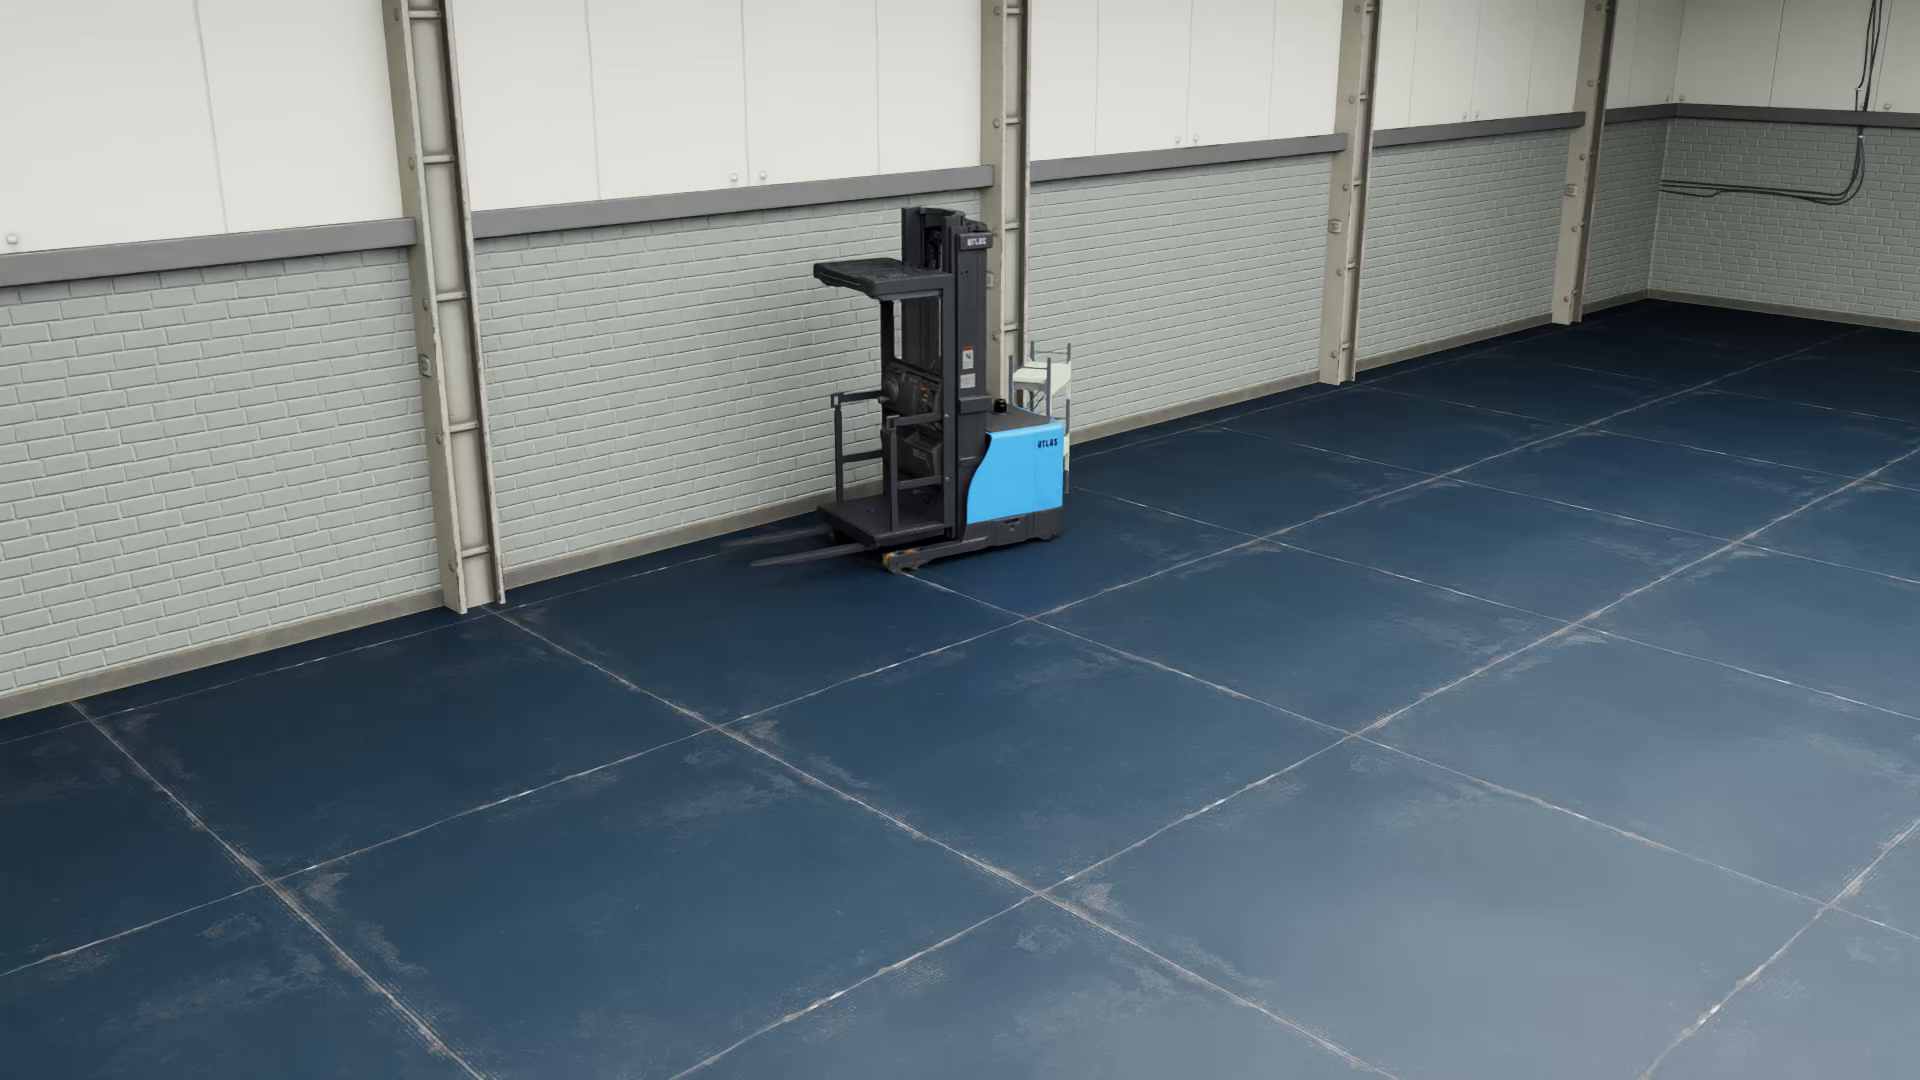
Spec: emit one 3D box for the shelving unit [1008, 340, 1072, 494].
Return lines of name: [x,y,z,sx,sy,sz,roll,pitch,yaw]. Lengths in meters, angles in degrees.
shelving unit: [0.760,-1.085,15.900,0.431,1.500,0.755,6,19,17]

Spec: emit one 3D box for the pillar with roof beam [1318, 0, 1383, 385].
pillar with roof beam: [7.762,-5.348,16.888,0.400,9.000,9.100,-16,24,-41]

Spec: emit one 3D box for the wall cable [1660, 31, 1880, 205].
wall cable: [12.213,-6.435,25.275,0.112,2.526,3.097,-16,24,-41]

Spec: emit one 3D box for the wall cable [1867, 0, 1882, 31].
wall cable: [14.072,-8.231,22.627,0.112,2.526,3.097,-16,24,-41]

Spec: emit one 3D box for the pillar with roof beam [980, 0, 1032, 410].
pillar with roof beam: [3.402,-4.076,12.967,0.400,9.000,9.100,-16,24,-41]

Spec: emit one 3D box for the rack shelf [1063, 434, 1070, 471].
rack shelf: [0.760,-0.775,16.001,0.431,0.370,0.720,6,19,17]

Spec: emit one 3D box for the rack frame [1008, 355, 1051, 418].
rack frame: [0.646,-0.978,15.569,0.400,1.500,0.023,6,19,17]

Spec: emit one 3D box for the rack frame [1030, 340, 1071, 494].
rack frame: [0.874,-1.193,16.231,0.400,1.500,0.023,6,19,17]

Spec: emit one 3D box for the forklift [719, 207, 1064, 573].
forklift: [-0.589,-1.300,14.241,3.031,2.935,1.130,-11,21,-30]

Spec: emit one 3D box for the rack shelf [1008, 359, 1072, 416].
rack shelf: [0.760,-1.457,15.780,0.431,0.370,0.720,6,19,17]

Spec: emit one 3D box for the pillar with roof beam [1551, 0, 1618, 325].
pillar with roof beam: [12.122,-6.619,20.809,0.400,9.000,9.100,-16,24,-41]

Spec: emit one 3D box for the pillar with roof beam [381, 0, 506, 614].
pillar with roof beam: [-0.957,-2.805,9.046,0.400,9.000,9.100,-16,24,-41]
